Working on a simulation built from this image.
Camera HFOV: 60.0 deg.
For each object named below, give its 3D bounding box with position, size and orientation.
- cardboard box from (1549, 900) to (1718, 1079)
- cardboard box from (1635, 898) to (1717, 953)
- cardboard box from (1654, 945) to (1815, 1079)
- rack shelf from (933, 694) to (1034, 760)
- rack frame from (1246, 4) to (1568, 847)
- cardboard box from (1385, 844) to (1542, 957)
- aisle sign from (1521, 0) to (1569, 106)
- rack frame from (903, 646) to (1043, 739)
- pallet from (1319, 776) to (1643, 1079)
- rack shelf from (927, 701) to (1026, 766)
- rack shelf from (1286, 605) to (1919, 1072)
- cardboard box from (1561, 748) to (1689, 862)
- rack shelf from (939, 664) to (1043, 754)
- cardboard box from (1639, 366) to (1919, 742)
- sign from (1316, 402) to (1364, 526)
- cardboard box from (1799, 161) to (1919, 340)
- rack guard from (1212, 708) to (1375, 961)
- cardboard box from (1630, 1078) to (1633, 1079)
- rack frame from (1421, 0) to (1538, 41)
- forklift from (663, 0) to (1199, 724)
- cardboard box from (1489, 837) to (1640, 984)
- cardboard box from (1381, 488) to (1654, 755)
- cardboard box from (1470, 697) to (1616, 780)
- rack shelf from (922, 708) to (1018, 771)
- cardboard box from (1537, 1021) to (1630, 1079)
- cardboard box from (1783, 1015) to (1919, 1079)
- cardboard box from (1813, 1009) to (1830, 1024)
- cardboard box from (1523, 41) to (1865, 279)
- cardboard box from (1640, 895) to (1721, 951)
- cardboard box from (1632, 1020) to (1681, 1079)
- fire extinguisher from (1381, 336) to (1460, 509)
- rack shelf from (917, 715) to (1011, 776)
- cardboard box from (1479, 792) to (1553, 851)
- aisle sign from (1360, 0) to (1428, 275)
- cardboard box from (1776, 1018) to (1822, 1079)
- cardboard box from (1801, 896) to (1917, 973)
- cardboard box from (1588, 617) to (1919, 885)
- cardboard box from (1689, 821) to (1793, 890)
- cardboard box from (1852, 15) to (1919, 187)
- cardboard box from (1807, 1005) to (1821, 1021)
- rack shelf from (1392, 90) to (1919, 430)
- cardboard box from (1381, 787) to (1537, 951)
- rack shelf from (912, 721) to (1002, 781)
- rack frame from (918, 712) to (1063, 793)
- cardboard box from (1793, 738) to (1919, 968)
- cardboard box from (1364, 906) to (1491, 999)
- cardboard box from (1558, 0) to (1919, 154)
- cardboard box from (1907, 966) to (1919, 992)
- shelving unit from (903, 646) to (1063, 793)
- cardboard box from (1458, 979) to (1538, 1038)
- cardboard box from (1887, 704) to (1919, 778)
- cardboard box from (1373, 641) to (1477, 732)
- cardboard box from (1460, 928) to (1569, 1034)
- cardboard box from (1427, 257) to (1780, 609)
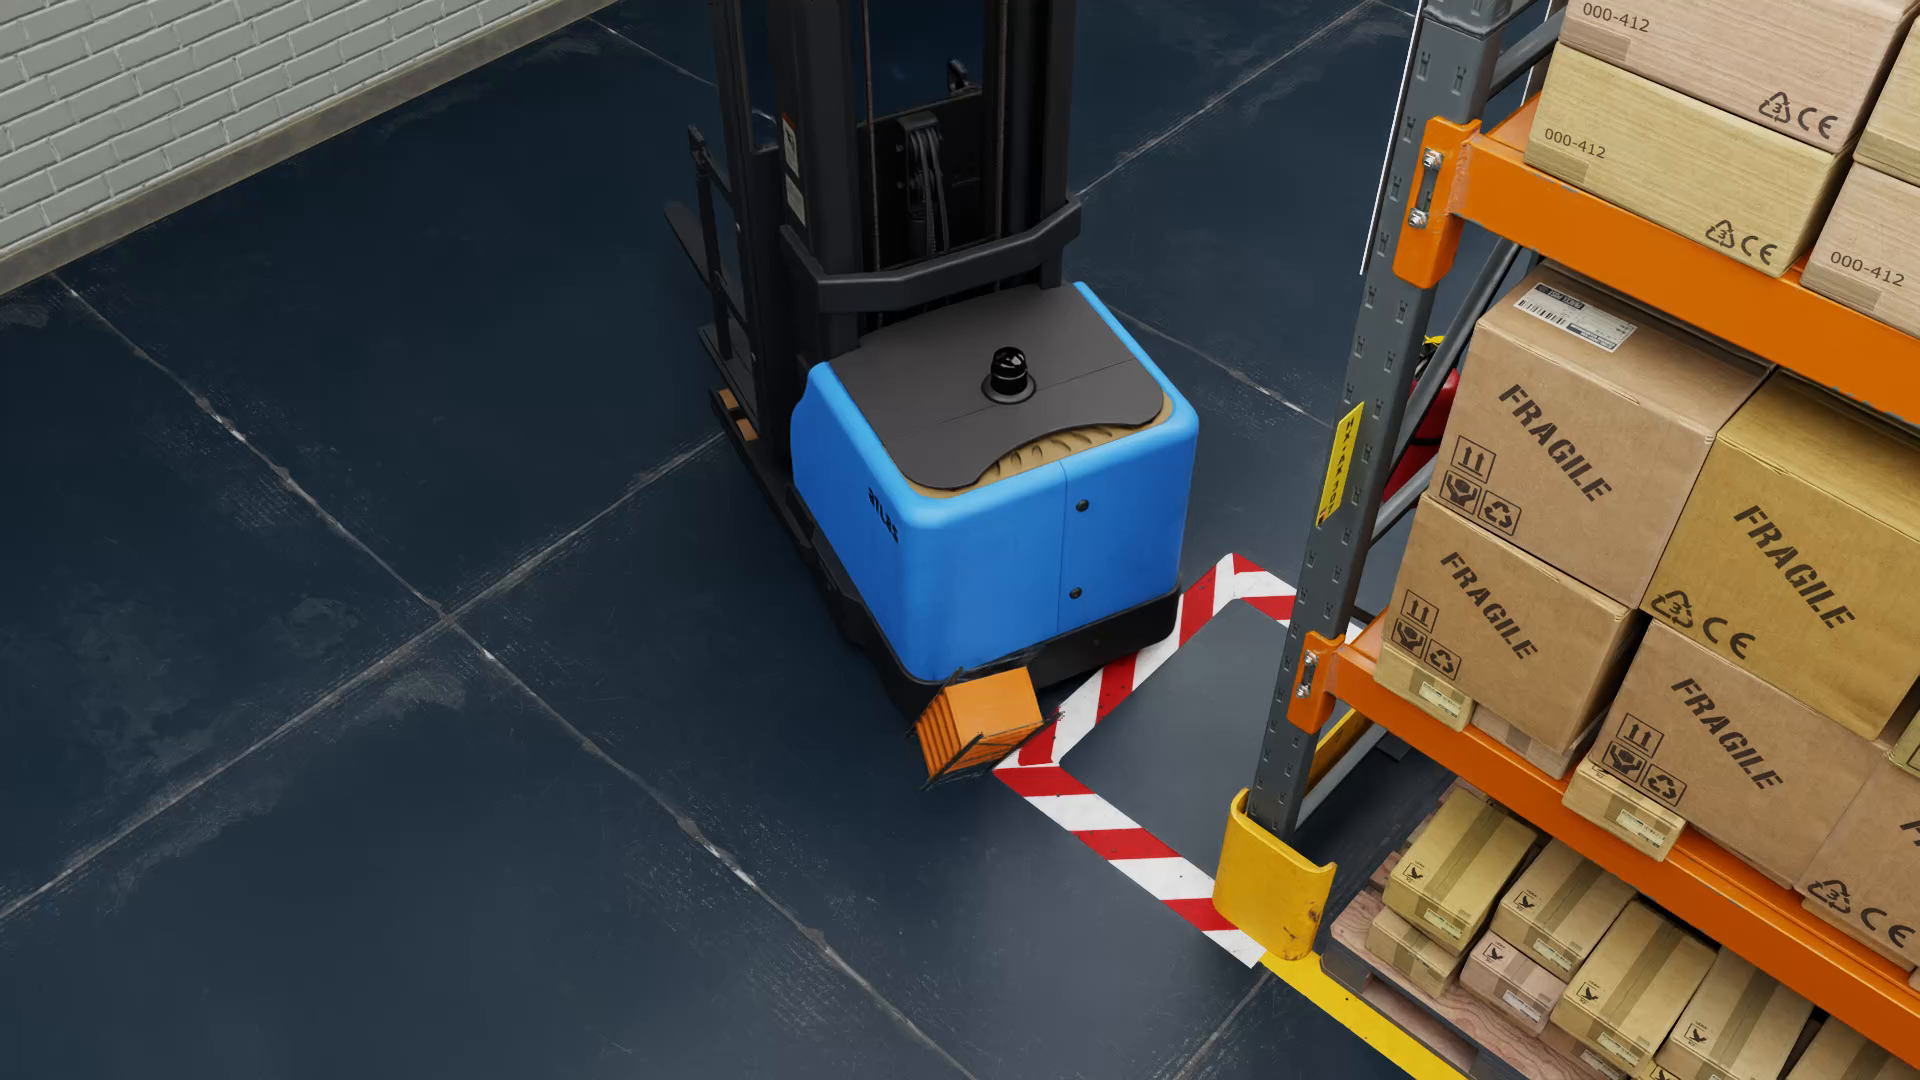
[{"bbox_3d":[1.764,1.171,4.353,0.250,0.149,0.380,34,55,28],"label":"cardboard box"},{"bbox_3d":[1.840,1.202,4.527,0.250,0.149,0.380,35,56,28],"label":"cardboard box"},{"bbox_3d":[2.002,1.249,4.279,0.250,0.149,0.380,31,54,26],"label":"cardboard box"},{"bbox_3d":[0.071,0.504,4.757,0.258,0.103,0.180,-14,77,-13],"label":"rack shelf"},{"bbox_3d":[1.227,-0.164,4.346,0.127,3.000,1.000,34,55,28],"label":"rack frame"},{"bbox_3d":[1.438,0.963,4.752,0.380,0.149,0.250,-36,56,-29],"label":"cardboard box"},{"bbox_3d":[1.377,-1.251,3.583,0.004,0.787,0.394,34,55,28],"label":"aisle sign"},{"bbox_3d":[0.015,0.470,4.963,0.240,1.200,0.006,-14,77,-13],"label":"rack frame"},{"bbox_3d":[1.856,1.249,4.933,1.213,0.211,1.003,34,55,28],"label":"pallet"},{"bbox_3d":[0.052,0.536,4.871,0.258,0.103,0.180,-14,77,-13],"label":"rack shelf"},{"bbox_3d":[2.696,1.071,3.680,4.000,0.370,1.077,34,55,28],"label":"rack shelf"},{"bbox_3d":[1.619,0.523,3.873,0.250,0.149,0.380,32,55,27],"label":"cardboard box"},{"bbox_3d":[0.089,0.472,4.643,0.258,0.103,0.180,-14,77,-13],"label":"rack shelf"},{"bbox_3d":[1.752,-0.032,3.264,0.500,0.500,0.500,36,56,29],"label":"cardboard box"},{"bbox_3d":[0.859,-0.169,3.758,0.005,0.325,0.100,34,55,28],"label":"sign"},{"bbox_3d":[1.767,-0.518,2.724,0.500,0.250,0.500,36,56,29],"label":"cardboard box"},{"bbox_3d":[1.283,0.729,5.222,0.348,0.500,1.175,34,55,28],"label":"rack guard"},{"bbox_3d":[1.943,1.489,4.462,0.250,0.149,0.380,35,56,28],"label":"cardboard box"},{"bbox_3d":[1.227,-2.217,2.159,0.127,3.000,1.000,34,55,28],"label":"rack frame"},{"bbox_3d":[-0.342,-1.455,5.605,1.130,2.935,3.031,-20,50,-18],"label":"forklift"},{"bbox_3d":[1.666,0.978,4.534,0.250,0.149,0.380,35,56,28],"label":"cardboard box"},{"bbox_3d":[1.369,0.070,3.854,0.500,0.500,0.500,-36,56,-29],"label":"cardboard box"},{"bbox_3d":[1.458,0.362,4.025,0.250,0.149,0.380,36,56,29],"label":"cardboard box"},{"bbox_3d":[0.034,0.568,4.985,0.258,0.103,0.180,-14,77,-13],"label":"rack shelf"},{"bbox_3d":[1.830,1.303,4.636,0.250,0.149,0.380,35,56,28],"label":"cardboard box"},{"bbox_3d":[2.200,1.391,4.146,0.250,0.149,0.380,36,56,29],"label":"cardboard box"},{"bbox_3d":[2.569,1.274,4.664,0.250,0.149,0.380,32,54,26],"label":"cardboard box"},{"bbox_3d":[1.383,-0.780,2.970,0.500,0.250,0.500,36,56,29],"label":"cardboard box"},{"bbox_3d":[2.148,1.066,4.859,0.250,0.149,0.380,34,55,28],"label":"cardboard box"},{"bbox_3d":[1.955,1.387,4.353,0.250,0.149,0.380,36,56,29],"label":"cardboard box"},{"bbox_3d":[1.355,-0.382,4.859,0.183,0.674,0.296,34,55,28],"label":"fire extinguisher"},{"bbox_3d":[0.016,0.600,5.099,0.258,0.103,0.180,-14,77,-13],"label":"rack shelf"},{"bbox_3d":[1.755,0.817,5.093,0.250,0.149,0.380,35,56,28],"label":"cardboard box"},{"bbox_3d":[0.970,-0.929,3.282,0.004,0.787,0.394,34,55,28],"label":"aisle sign"},{"bbox_3d":[2.215,1.468,4.278,0.250,0.149,0.380,31,54,26],"label":"cardboard box"},{"bbox_3d":[2.085,0.725,3.684,0.250,0.149,0.380,33,55,27],"label":"cardboard box"},{"bbox_3d":[1.780,0.321,3.618,0.500,0.500,0.500,34,55,28],"label":"cardboard box"},{"bbox_3d":[1.902,0.578,3.822,0.380,0.149,0.250,-36,56,-29],"label":"cardboard box"},{"bbox_3d":[1.757,-0.697,2.549,0.500,0.250,0.500,33,55,27],"label":"cardboard box"},{"bbox_3d":[2.319,1.119,4.606,0.250,0.149,0.380,33,55,27],"label":"cardboard box"},{"bbox_3d":[2.696,0.045,2.587,4.000,0.370,1.077,34,55,28],"label":"rack shelf"},{"bbox_3d":[1.381,0.906,4.601,0.250,0.149,0.380,32,54,26],"label":"cardboard box"},{"bbox_3d":[-0.003,0.632,5.214,0.258,0.103,0.180,-14,77,-13],"label":"rack shelf"},{"bbox_3d":[0.066,0.642,4.923,0.240,1.200,0.006,-14,77,-13],"label":"rack frame"},{"bbox_3d":[2.131,0.570,3.385,0.500,0.500,0.500,35,56,28],"label":"cardboard box"},{"bbox_3d":[1.395,1.099,4.828,0.250,0.149,0.380,35,56,28],"label":"cardboard box"},{"bbox_3d":[1.380,-0.949,2.786,0.500,0.250,0.500,35,56,28],"label":"cardboard box"},{"bbox_3d":[2.247,0.862,3.555,0.250,0.149,0.380,33,55,27],"label":"cardboard box"},{"bbox_3d":[0.041,0.556,4.943,0.258,1.200,0.189,-14,77,-13],"label":"shelving unit"},{"bbox_3d":[1.643,1.184,4.748,0.250,0.149,0.380,34,55,28],"label":"cardboard box"},{"bbox_3d":[2.119,0.237,3.011,0.500,0.500,0.500,33,55,27],"label":"cardboard box"},{"bbox_3d":[1.242,0.258,4.123,0.250,0.149,0.380,34,55,27],"label":"cardboard box"},{"bbox_3d":[1.601,1.129,4.596,0.250,0.149,0.380,34,55,28],"label":"cardboard box"},{"bbox_3d":[1.377,-0.278,3.495,0.500,0.500,0.500,34,55,27],"label":"cardboard box"}]
